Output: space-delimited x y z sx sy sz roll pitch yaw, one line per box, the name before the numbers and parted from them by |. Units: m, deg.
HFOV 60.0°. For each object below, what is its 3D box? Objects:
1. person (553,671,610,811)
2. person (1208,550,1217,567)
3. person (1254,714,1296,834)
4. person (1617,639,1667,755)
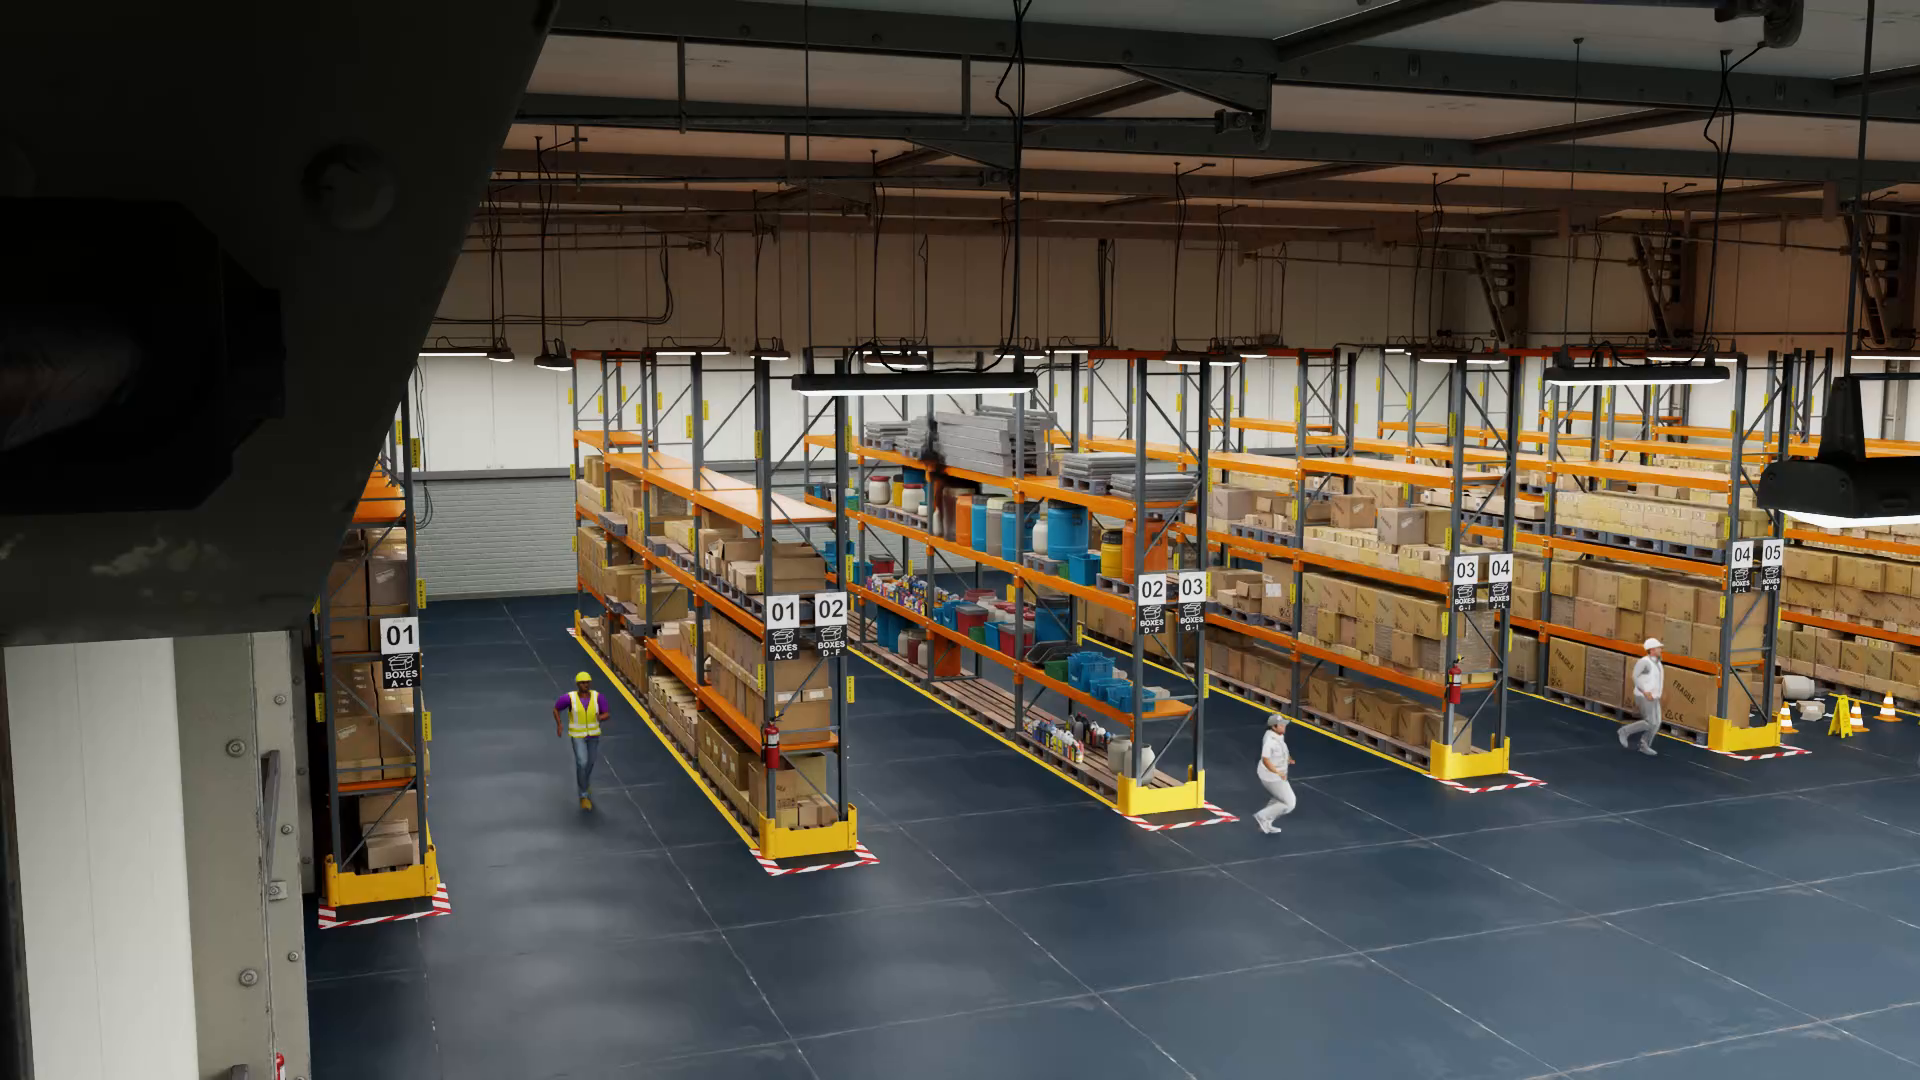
person | -5.060 2.660 22.402 0.686 1.806 0.846 -4 8 -31
person | 6.275 0.338 41.556 0.677 1.774 0.560 -3 8 -23
person | 3.967 2.957 20.894 0.527 1.590 0.611 0 7 2
person | 10.431 2.352 25.251 0.697 1.722 0.564 -7 10 -44
